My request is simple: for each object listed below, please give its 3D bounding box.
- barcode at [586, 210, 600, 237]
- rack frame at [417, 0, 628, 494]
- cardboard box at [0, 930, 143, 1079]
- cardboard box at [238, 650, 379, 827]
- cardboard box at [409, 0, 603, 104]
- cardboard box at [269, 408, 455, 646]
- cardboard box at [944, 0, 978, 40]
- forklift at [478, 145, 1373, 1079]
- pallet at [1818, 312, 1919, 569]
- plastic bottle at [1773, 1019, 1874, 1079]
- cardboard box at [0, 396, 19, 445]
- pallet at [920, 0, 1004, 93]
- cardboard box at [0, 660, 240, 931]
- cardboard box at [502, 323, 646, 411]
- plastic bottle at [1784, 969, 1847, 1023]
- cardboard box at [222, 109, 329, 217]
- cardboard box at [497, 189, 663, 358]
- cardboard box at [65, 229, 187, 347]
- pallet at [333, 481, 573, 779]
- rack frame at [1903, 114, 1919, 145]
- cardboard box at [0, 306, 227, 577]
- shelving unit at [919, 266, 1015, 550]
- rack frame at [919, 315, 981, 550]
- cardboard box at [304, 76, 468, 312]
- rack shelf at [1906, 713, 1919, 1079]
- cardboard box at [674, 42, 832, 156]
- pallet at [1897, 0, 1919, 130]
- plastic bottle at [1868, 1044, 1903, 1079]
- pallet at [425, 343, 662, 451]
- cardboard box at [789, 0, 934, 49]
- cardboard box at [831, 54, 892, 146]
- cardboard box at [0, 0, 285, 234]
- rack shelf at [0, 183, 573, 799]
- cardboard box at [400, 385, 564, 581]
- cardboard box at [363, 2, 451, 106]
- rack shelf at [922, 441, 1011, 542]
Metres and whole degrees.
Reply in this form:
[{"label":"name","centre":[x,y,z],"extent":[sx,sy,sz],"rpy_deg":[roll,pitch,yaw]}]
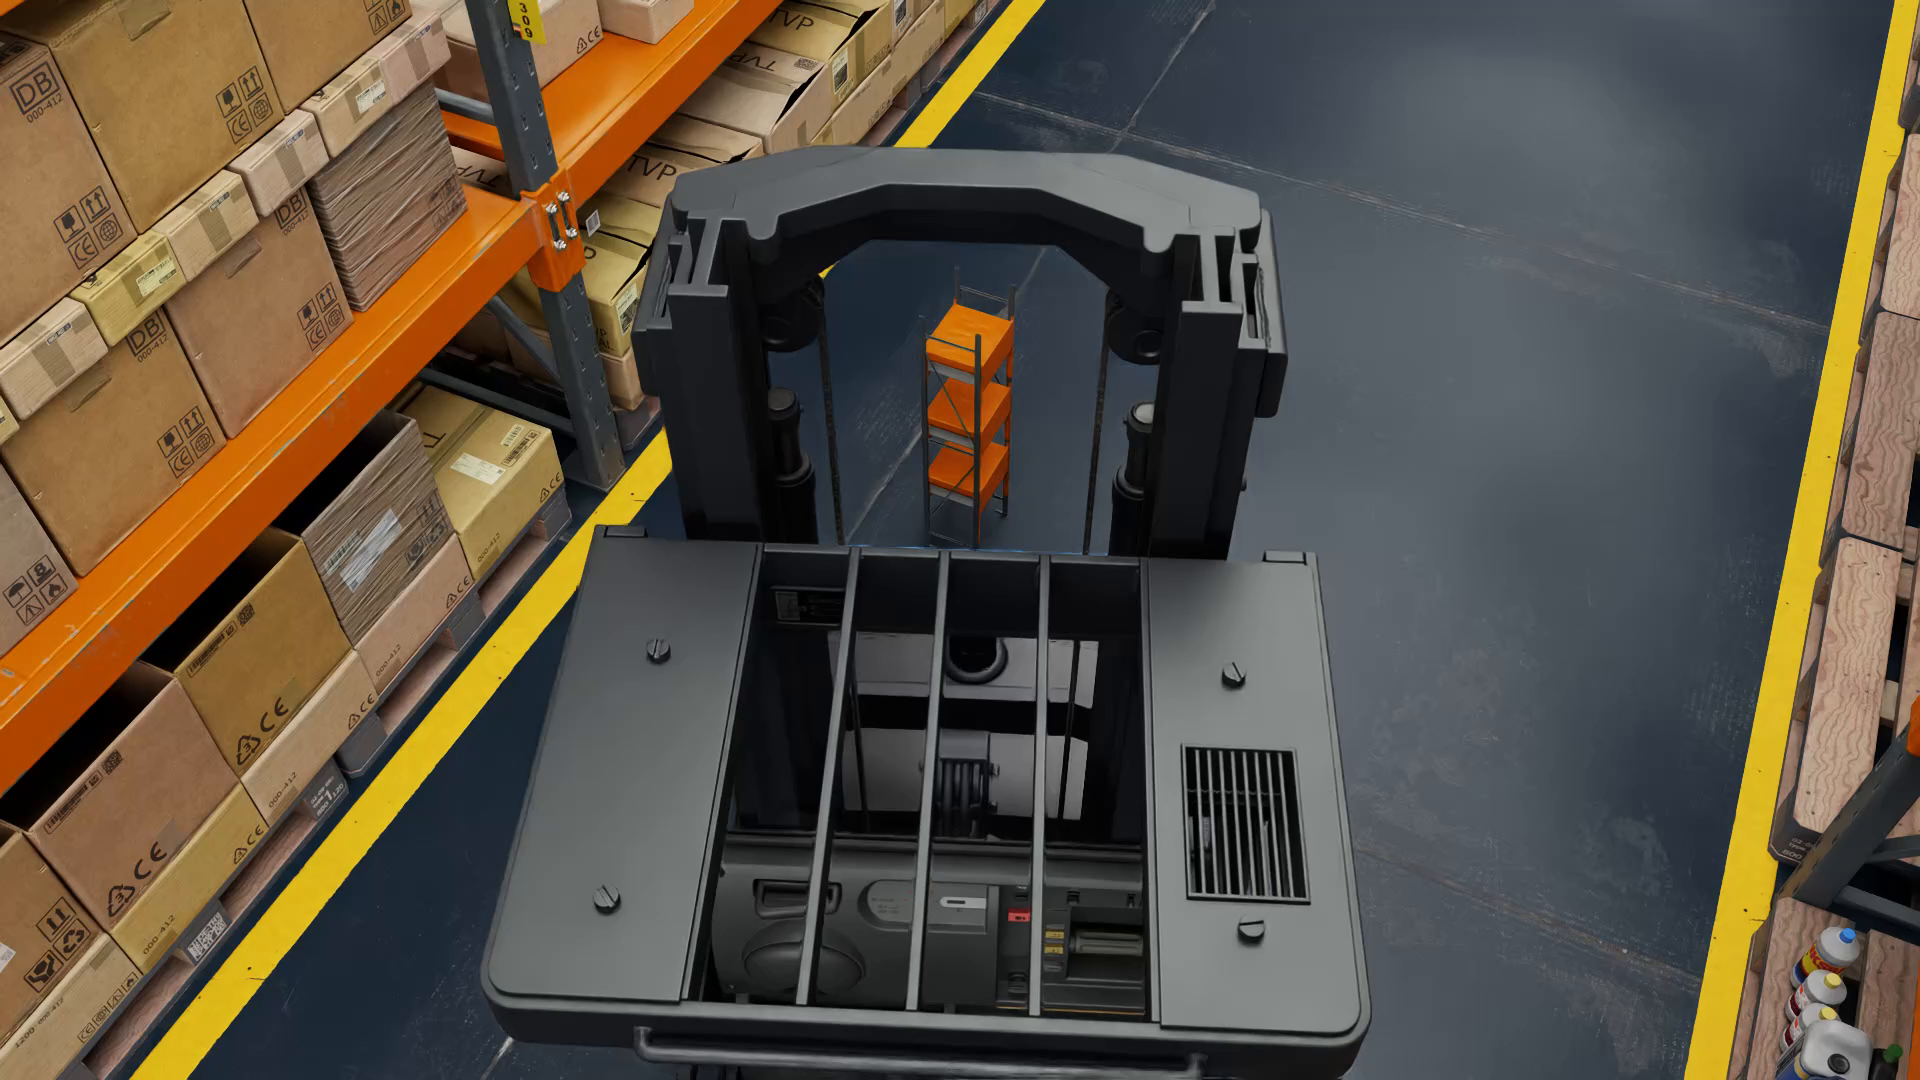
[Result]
[{"label":"barcode","centre":[-1.186,-1.023,5.373],"extent":[0.001,0.075,0.075],"rpy_deg":[20,52,16]},{"label":"rack frame","centre":[-1.671,-1.339,4.920],"extent":[1.000,3.000,0.127],"rpy_deg":[20,52,16]},{"label":"cardboard box","centre":[-2.525,1.183,4.303],"extent":[0.500,0.250,0.500],"rpy_deg":[20,52,16]},{"label":"cardboard box","centre":[-2.094,0.496,4.888],"extent":[0.500,0.250,0.500],"rpy_deg":[20,52,16]},{"label":"cardboard box","centre":[-1.500,-1.644,5.278],"extent":[0.500,0.250,0.500],"rpy_deg":[23,53,18]},{"label":"cardboard box","centre":[-1.896,-0.097,4.900],"extent":[0.500,0.500,0.500],"rpy_deg":[20,52,16]},{"label":"cardboard box","centre":[-0.183,-2.541,7.472],"extent":[0.500,0.250,0.500],"rpy_deg":[19,52,16]},{"label":"forklift","centre":[-0.025,0.895,3.064],"extent":[1.130,2.935,3.031],"rpy_deg":[2,50,2]},{"label":"pallet","centre":[3.626,-0.218,5.797],"extent":[1.003,0.211,1.213],"rpy_deg":[20,52,16]},{"label":"plastic bottle","centre":[2.160,1.323,4.154],"extent":[0.152,0.276,0.135],"rpy_deg":[22,53,17]},{"label":"cardboard box","centre":[-2.248,-0.267,3.516],"extent":[0.380,0.149,0.250],"rpy_deg":[21,53,17]},{"label":"pallet","centre":[-0.349,-2.636,7.854],"extent":[1.003,0.211,1.213],"rpy_deg":[20,52,16]},{"label":"cardboard box","centre":[-2.306,0.598,4.309],"extent":[0.500,0.500,0.500],"rpy_deg":[20,52,16]},{"label":"cardboard box","centre":[-1.275,-0.782,5.975],"extent":[0.500,0.250,0.500],"rpy_deg":[19,52,15]},{"label":"plastic bottle","centre":[2.230,1.186,4.320],"extent":[0.097,0.201,0.097],"rpy_deg":[0,50,0]},{"label":"cardboard box","centre":[-1.811,-0.974,4.118],"extent":[0.380,0.149,0.250],"rpy_deg":[18,52,15]},{"label":"cardboard box","centre":[-1.269,-0.970,5.767],"extent":[0.500,0.311,0.500],"rpy_deg":[20,52,16]},{"label":"cardboard box","centre":[-2.030,-0.625,3.821],"extent":[0.380,0.149,0.250],"rpy_deg":[20,52,16]},{"label":"pallet","centre":[-2.049,0.098,5.528],"extent":[1.003,0.211,1.213],"rpy_deg":[20,52,16]},{"label":"rack frame","centre":[4.515,-2.480,5.890],"extent":[1.000,3.000,0.127],"rpy_deg":[20,52,16]},{"label":"cardboard box","centre":[-2.292,-0.355,4.017],"extent":[0.700,0.500,0.500],"rpy_deg":[21,53,17]},{"label":"shelving unit","centre":[0.023,-0.377,5.382],"extent":[0.215,1.050,0.252],"rpy_deg":[20,52,16]},{"label":"rack frame","centre":[-0.029,-0.293,5.310],"extent":[0.200,1.050,0.008],"rpy_deg":[20,52,16]},{"label":"cardboard box","centre":[-1.855,-1.064,4.620],"extent":[0.700,0.500,0.500],"rpy_deg":[19,52,15]},{"label":"rack shelf","centre":[1.951,1.885,2.649],"extent":[1.077,0.370,4.000],"rpy_deg":[20,52,16]},{"label":"cardboard box","centre":[-0.831,-1.670,6.363],"extent":[0.500,0.311,0.500],"rpy_deg":[18,52,15]},{"label":"pallet","centre":[4.814,-2.132,7.426],"extent":[1.003,0.211,1.213],"rpy_deg":[20,52,16]},{"label":"plastic bottle","centre":[2.257,1.355,4.122],"extent":[0.061,0.283,0.133],"rpy_deg":[20,52,16]},{"label":"pallet","centre":[-1.392,-0.956,6.425],"extent":[1.003,0.211,1.213],"rpy_deg":[20,52,16]},{"label":"cardboard box","centre":[-0.398,-2.373,6.961],"extent":[0.500,0.311,0.500],"rpy_deg":[19,52,16]},{"label":"cardboard box","centre":[-0.618,-1.841,6.876],"extent":[0.500,0.250,0.500],"rpy_deg":[21,53,17]},{"label":"cardboard box","centre":[-2.070,-1.136,3.830],"extent":[0.700,0.500,0.500],"rpy_deg":[20,52,16]},{"label":"rack shelf","centre":[-2.525,0.271,4.022],"extent":[1.077,0.370,4.000],"rpy_deg":[20,52,16]},{"label":"cardboard box","centre":[-1.672,-0.194,5.475],"extent":[0.500,0.250,0.500],"rpy_deg":[20,52,16]},{"label":"cardboard box","centre":[-1.594,-1.325,4.416],"extent":[0.380,0.149,0.250],"rpy_deg":[20,52,16]},{"label":"rack shelf","centre":[0.023,-0.190,5.601],"extent":[0.215,0.259,0.240],"rpy_deg":[20,52,16]}]
